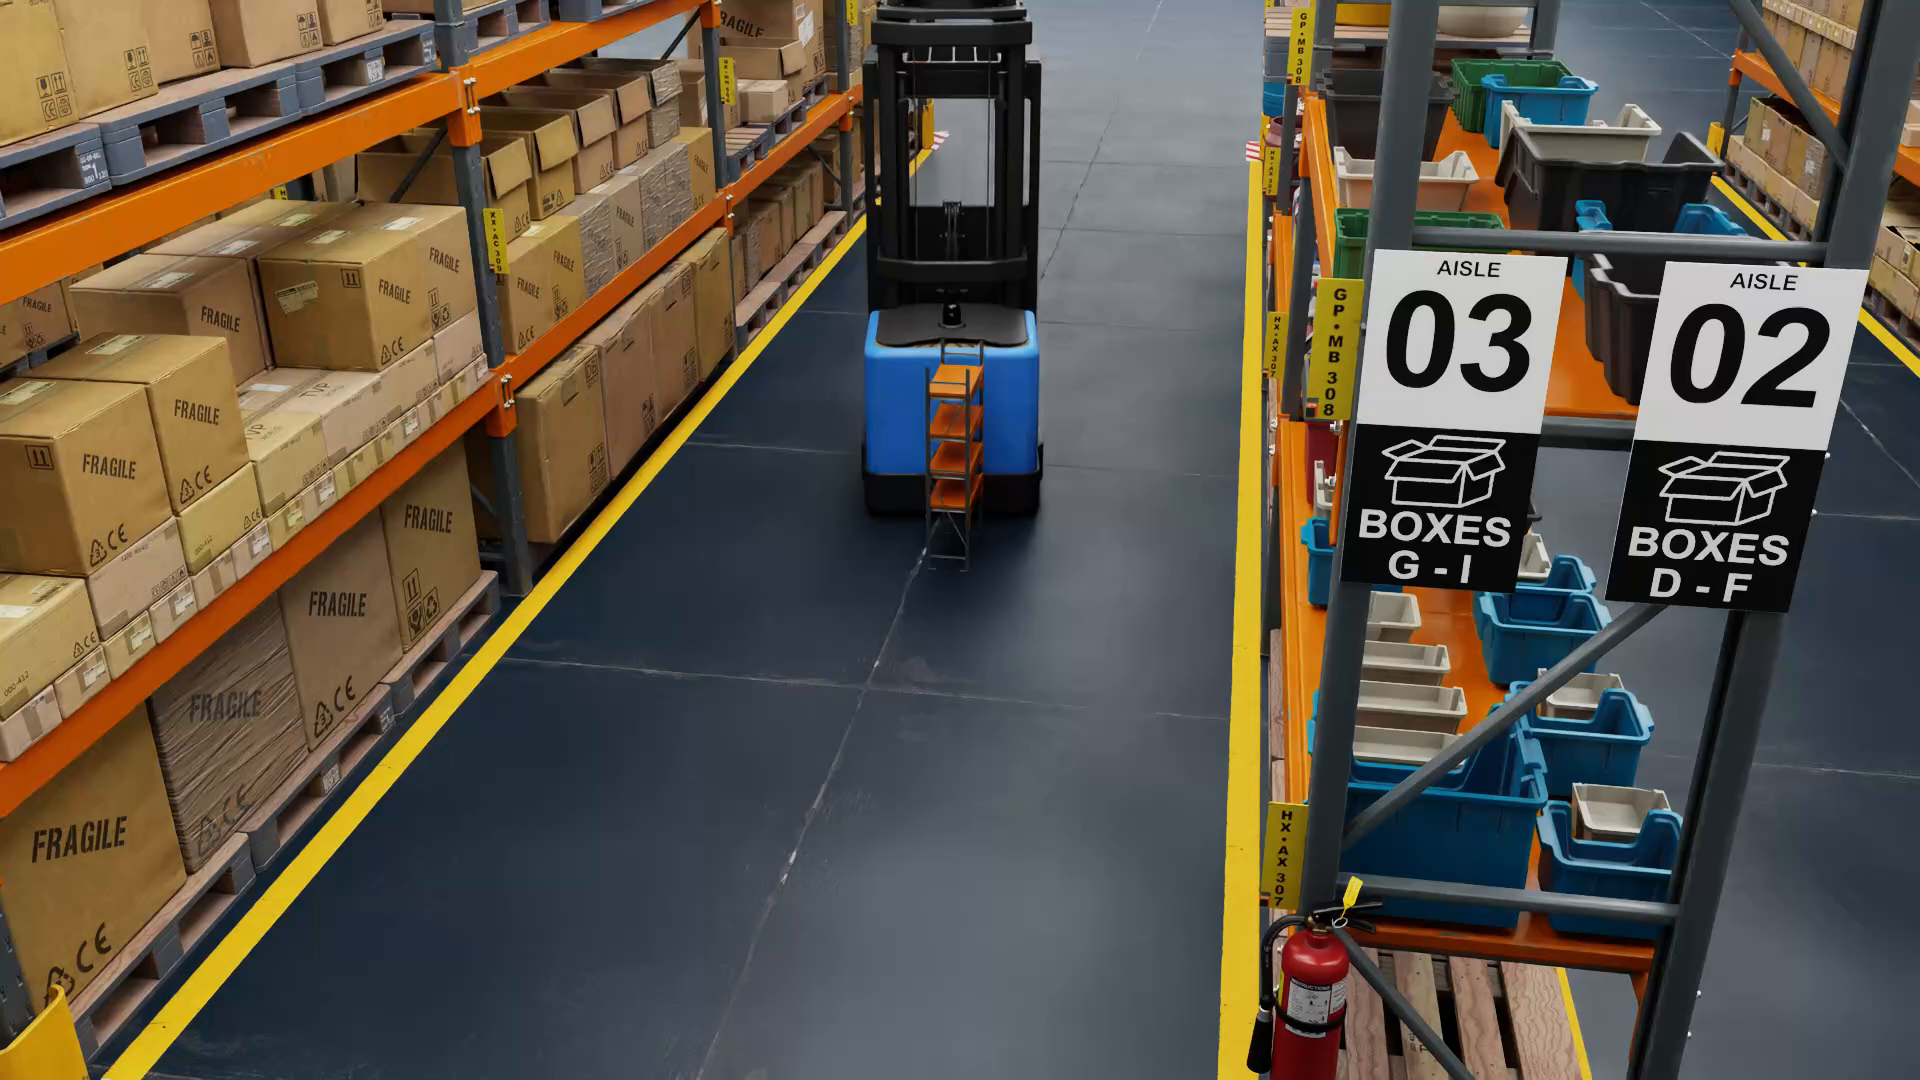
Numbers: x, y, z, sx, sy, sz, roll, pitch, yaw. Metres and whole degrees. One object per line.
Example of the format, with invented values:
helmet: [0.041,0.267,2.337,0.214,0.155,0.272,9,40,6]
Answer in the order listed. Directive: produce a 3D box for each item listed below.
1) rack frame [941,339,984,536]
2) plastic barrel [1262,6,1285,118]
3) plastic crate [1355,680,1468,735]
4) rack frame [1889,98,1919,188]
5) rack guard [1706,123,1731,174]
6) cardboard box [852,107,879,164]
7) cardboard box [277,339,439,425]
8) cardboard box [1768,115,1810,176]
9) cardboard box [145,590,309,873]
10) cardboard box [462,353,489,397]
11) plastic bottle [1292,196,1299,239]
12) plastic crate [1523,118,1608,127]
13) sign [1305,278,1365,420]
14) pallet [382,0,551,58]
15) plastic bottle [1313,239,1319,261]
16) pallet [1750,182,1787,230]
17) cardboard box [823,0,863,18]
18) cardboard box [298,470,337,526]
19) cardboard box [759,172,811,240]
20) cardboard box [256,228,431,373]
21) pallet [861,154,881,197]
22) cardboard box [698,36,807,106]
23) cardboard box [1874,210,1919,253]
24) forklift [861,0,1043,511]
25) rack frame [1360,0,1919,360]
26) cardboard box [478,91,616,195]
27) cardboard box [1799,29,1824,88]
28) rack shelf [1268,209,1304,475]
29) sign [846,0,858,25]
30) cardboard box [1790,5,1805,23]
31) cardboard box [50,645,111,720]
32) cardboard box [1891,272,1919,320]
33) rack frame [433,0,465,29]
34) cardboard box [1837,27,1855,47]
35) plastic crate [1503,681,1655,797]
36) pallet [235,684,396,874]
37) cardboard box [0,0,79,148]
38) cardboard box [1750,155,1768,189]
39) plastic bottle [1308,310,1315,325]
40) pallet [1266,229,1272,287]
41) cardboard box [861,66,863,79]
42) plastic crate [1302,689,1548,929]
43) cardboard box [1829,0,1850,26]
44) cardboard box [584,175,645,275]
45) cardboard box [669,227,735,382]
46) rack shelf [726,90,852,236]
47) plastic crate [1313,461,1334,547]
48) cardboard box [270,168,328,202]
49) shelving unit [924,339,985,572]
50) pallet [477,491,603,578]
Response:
rack frame: [0.013,-0.576,9.566,0.240,1.200,0.015,4,25,9]
plastic barrel: [2.977,-4.185,14.561,0.600,0.901,0.708,4,25,9]
plastic crate: [1.394,0.539,5.301,0.396,0.136,0.243,4,25,9]
rack frame: [8.225,-3.754,14.231,1.000,3.000,0.127,4,25,9]
rack guard: [8.883,-4.305,18.356,1.175,0.500,0.348,4,25,9]
cardboard box: [-1.197,-4.400,18.064,0.500,0.500,0.500,6,26,13]
cardboard box: [-2.750,-0.743,7.625,0.500,0.250,0.500,5,26,10]
cardboard box: [8.324,-3.875,16.354,0.500,0.500,0.500,4,25,9]
cardboard box: [-3.334,0.696,6.737,0.875,0.875,0.875,4,25,9]
cardboard box: [-2.581,-0.832,8.285,0.380,0.149,0.250,4,25,9]
plastic bottle: [2.197,-2.080,10.793,0.061,0.283,0.133,4,25,9]
plastic crate: [2.199,-1.433,6.047,0.293,0.136,0.466,4,25,9]
sign: [0.833,-0.422,3.699,0.100,0.325,0.005,4,25,9]
pallet: [-2.754,-2.754,8.784,0.805,0.209,1.217,3,25,6]
plastic bottle: [2.039,-1.598,9.684,0.144,0.351,0.185,4,25,9]
pallet: [8.594,-3.332,16.620,1.003,0.211,1.213,4,25,9]
cardboard box: [-1.223,-5.245,15.769,0.500,0.500,0.500,4,25,9]
cardboard box: [-2.834,-0.188,6.909,0.380,0.149,0.250,4,25,9]
cardboard box: [-1.765,-3.055,15.169,0.700,0.500,0.500,4,25,8]
cardboard box: [-2.752,-1.082,7.465,0.500,0.500,0.500,4,25,9]
pallet: [-1.275,-3.974,17.990,1.003,0.211,1.213,4,25,9]
cardboard box: [-1.739,-3.947,14.027,0.797,0.503,0.637,7,26,14]
cardboard box: [7.825,-2.588,13.827,0.500,0.311,0.500,4,25,8]
forklift: [-0.049,-2.075,10.726,1.130,2.935,3.031,0,25,0]
rack frame: [1.378,-1.797,2.974,1.000,3.000,0.127,4,25,9]
cardboard box: [-2.549,-2.410,10.060,0.797,0.503,0.637,5,26,10]
cardboard box: [8.540,-4.630,15.985,0.700,0.500,0.500,5,26,10]
rack shelf: [2.358,-1.263,9.759,1.077,0.370,4.000,4,25,9]
sign: [-0.999,-4.929,15.376,0.100,0.325,0.005,4,25,9]
cardboard box: [8.435,-5.185,16.405,0.380,0.149,0.250,3,25,7]
cardboard box: [-3.084,0.458,5.530,0.380,0.149,0.250,4,25,8]
cardboard box: [7.664,-1.904,13.027,0.500,0.250,0.500,5,25,10]
rack frame: [-2.855,-3.813,7.281,1.000,3.000,0.127,4,25,9]
cardboard box: [8.183,-4.544,15.037,0.380,0.149,0.250,4,25,8]
plastic crate: [1.851,0.613,5.028,0.416,0.233,0.300,4,25,9]
pallet: [-3.253,0.992,7.383,1.003,0.211,1.213,4,25,9]
cardboard box: [-3.265,-1.510,5.169,0.700,0.500,0.500,3,25,7]
cardboard box: [8.412,-3.744,16.959,0.500,0.250,0.500,4,25,9]
plastic bottle: [1.837,-1.036,8.572,0.152,0.276,0.135,4,25,9]
pallet: [3.249,-2.504,14.851,1.003,0.211,1.213,4,25,9]
cardboard box: [-1.148,-4.607,16.350,0.380,0.149,0.250,4,25,9]
plastic crate: [1.248,0.724,4.552,0.616,0.435,0.499,4,25,9]
cardboard box: [8.455,-4.993,15.231,0.700,0.500,0.500,4,25,8]
cardboard box: [-2.290,-1.952,10.264,0.500,0.500,0.500,5,25,10]
cardboard box: [-2.334,-1.709,11.874,1.225,0.875,0.875,3,25,6]
rack shelf: [-1.874,-3.279,14.066,1.077,0.370,4.000,4,25,9]
plastic crate: [1.600,-0.100,6.495,0.437,0.282,0.530,4,25,9]
cardboard box: [-6.598,-3.330,15.484,1.050,0.750,0.750,4,25,9]
shelving unit: [-0.027,-0.474,9.348,0.258,1.200,0.503,4,25,9]
pallet: [-2.803,-0.161,9.844,1.003,0.211,1.213,4,25,9]
